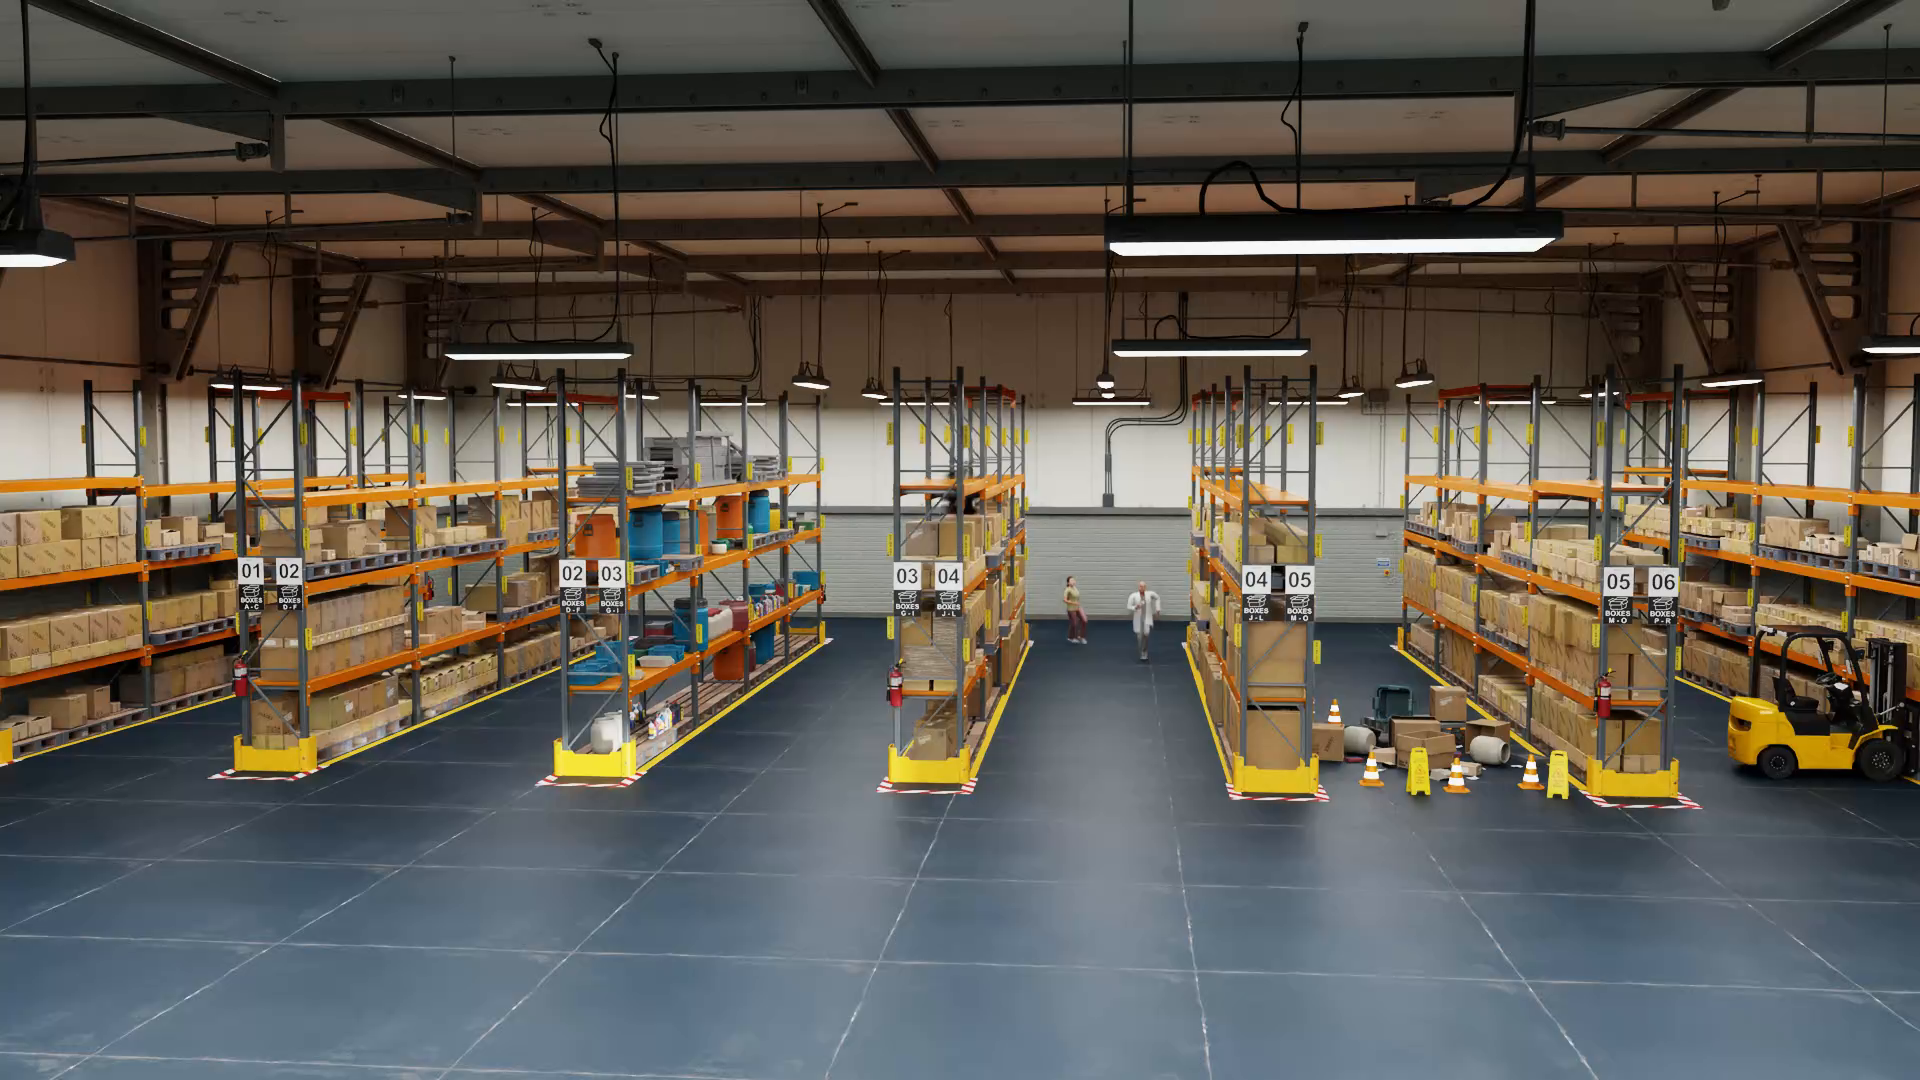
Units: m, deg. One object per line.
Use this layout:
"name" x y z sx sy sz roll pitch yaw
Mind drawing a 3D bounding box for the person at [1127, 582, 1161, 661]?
"person" 4.111 1.806 37.180 0.752 1.765 0.884 0 4 6

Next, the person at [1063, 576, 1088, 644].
"person" 2.706 1.677 39.949 0.569 1.623 0.675 -3 5 -39
